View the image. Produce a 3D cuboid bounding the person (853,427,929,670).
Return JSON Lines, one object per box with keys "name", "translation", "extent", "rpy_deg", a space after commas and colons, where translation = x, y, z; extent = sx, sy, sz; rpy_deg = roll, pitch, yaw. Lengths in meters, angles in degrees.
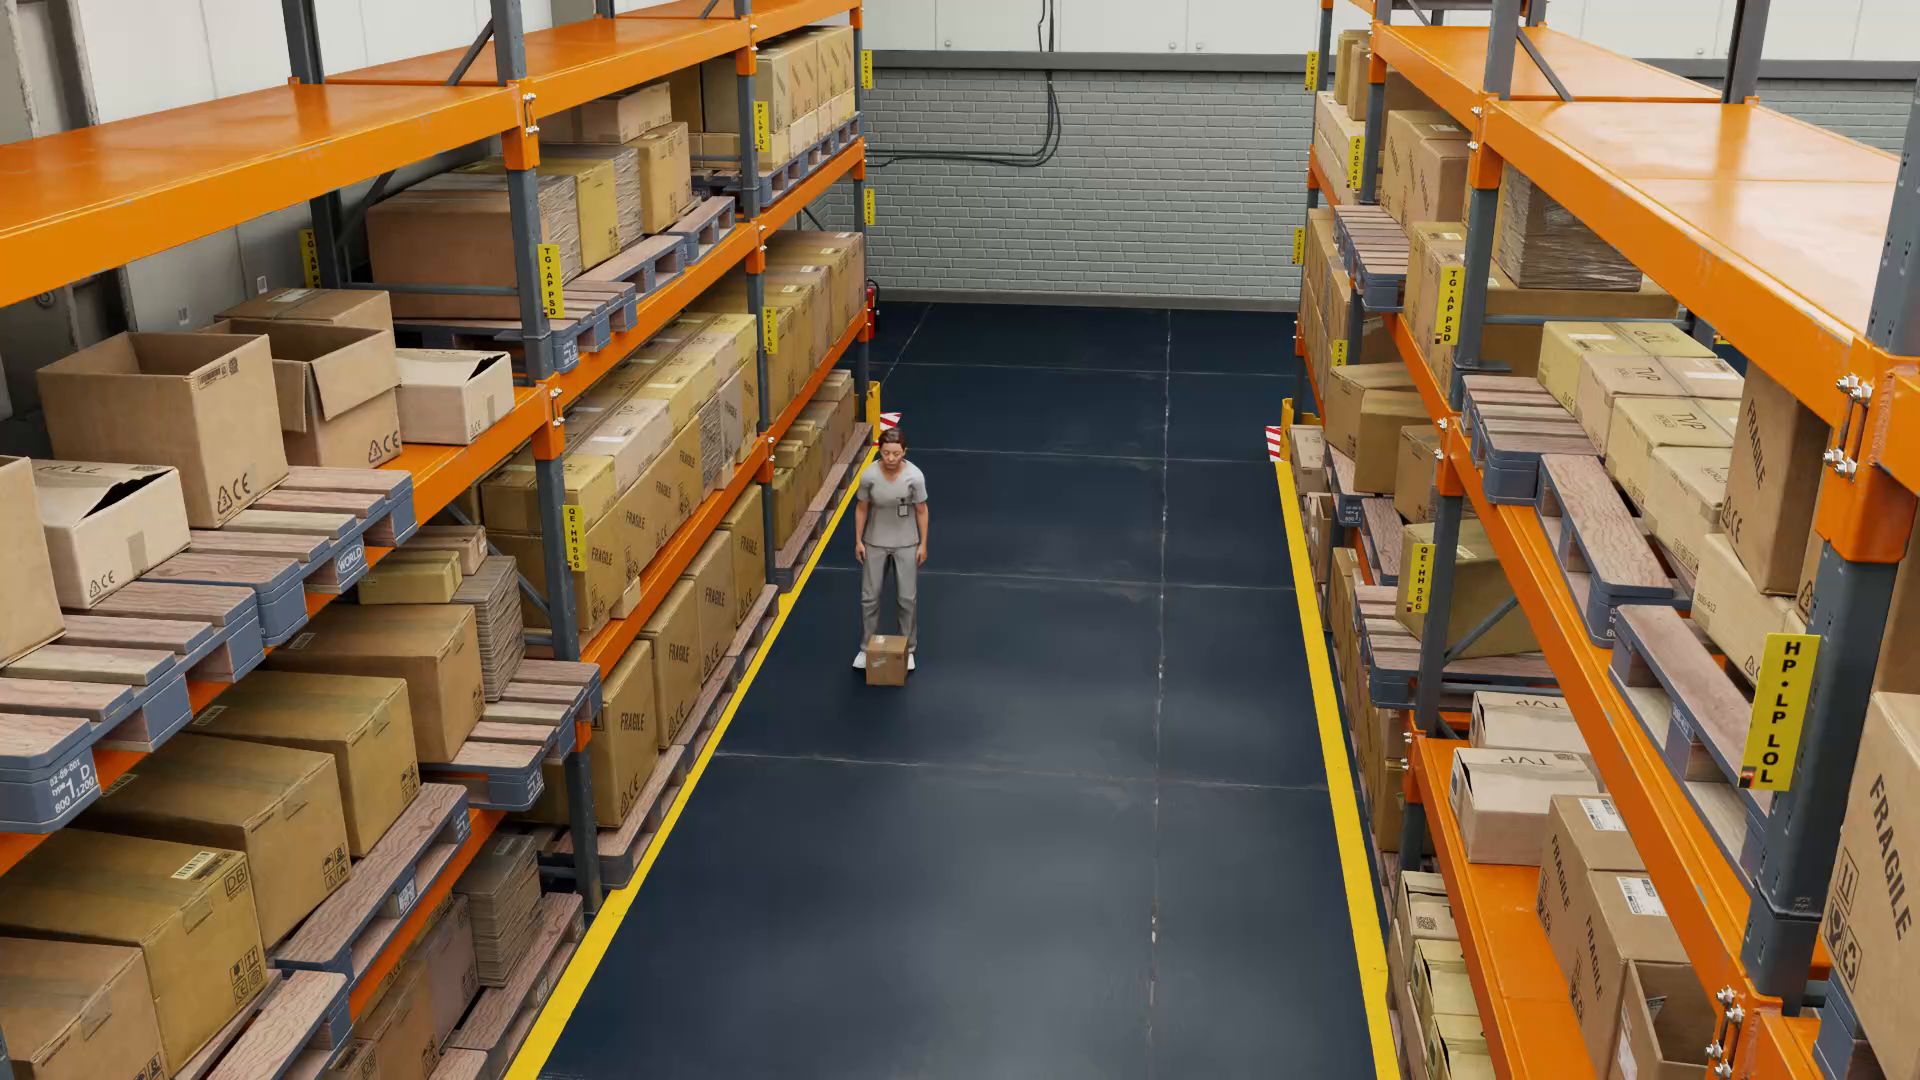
{"name": "person", "translation": [-0.460, 0.044, 10.975], "extent": [0.504, 1.671, 0.364], "rpy_deg": [1, 21, 3]}
